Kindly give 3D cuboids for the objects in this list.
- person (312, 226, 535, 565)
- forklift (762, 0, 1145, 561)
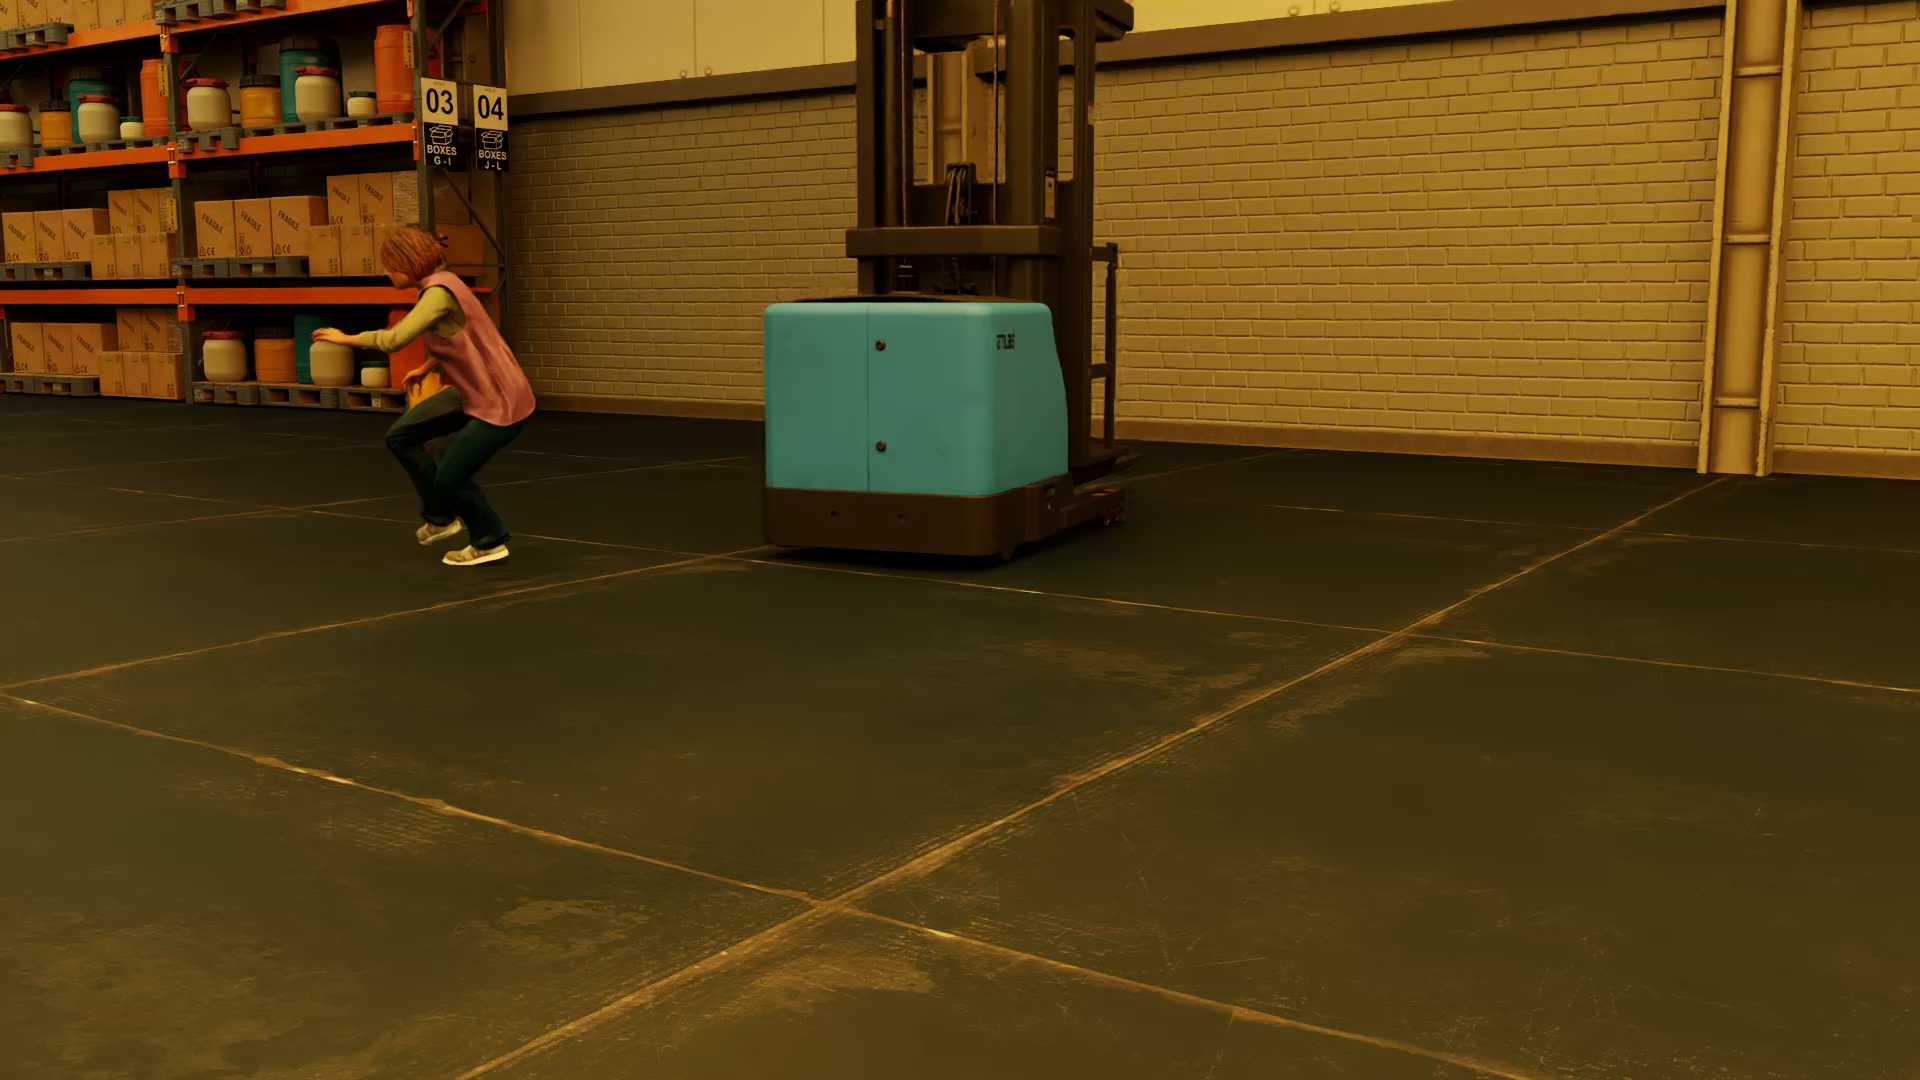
[{"bbox_3d":[-2.096,-0.525,6.510,0.817,1.376,0.823,-4,9,-25],"label":"person"},{"bbox_3d":[0.180,-1.535,7.989,1.130,2.935,3.031,3,9,21],"label":"forklift"}]
